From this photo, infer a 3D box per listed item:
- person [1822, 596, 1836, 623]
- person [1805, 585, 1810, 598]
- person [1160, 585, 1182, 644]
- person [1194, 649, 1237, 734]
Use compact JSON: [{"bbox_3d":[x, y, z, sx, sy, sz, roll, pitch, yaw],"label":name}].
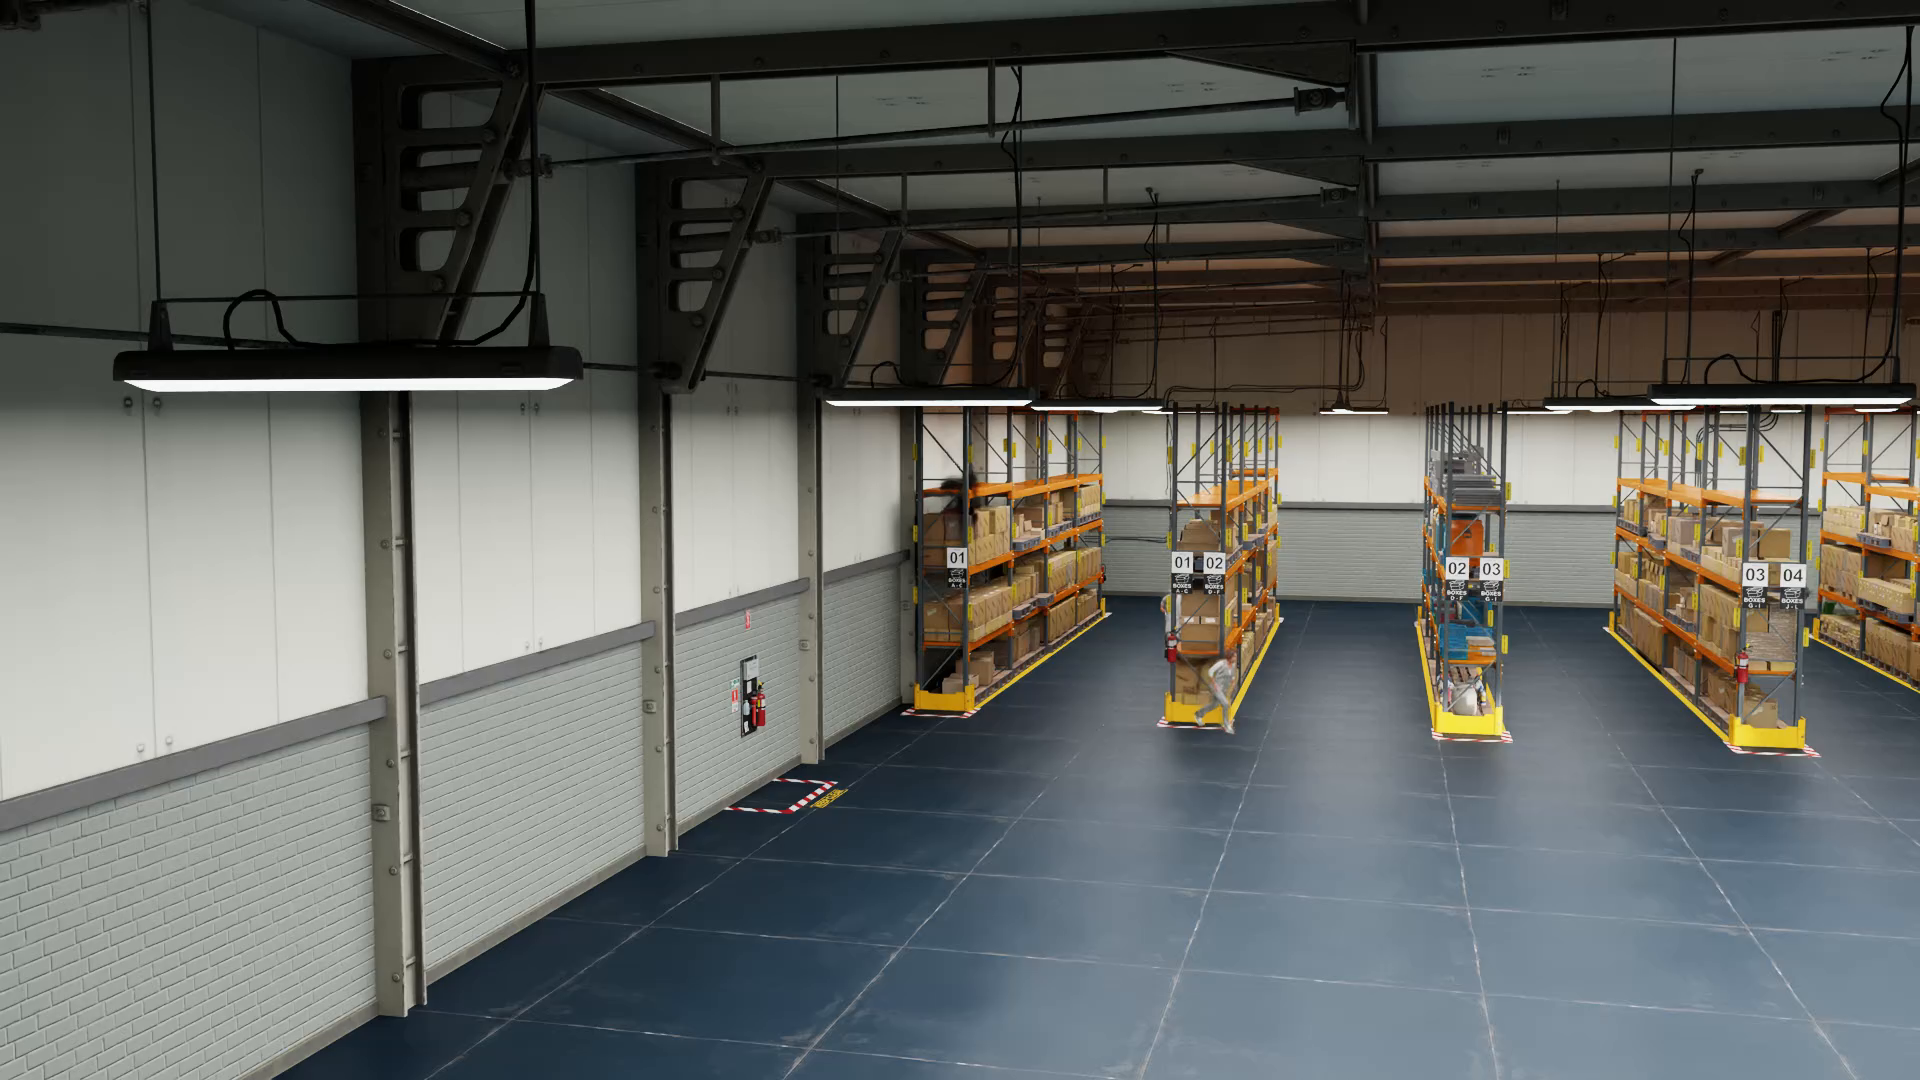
[{"bbox_3d":[23.241,1.615,44.275,0.818,1.741,0.736,3,5,31],"label":"person"},{"bbox_3d":[22.024,1.637,43.947,0.890,1.676,0.714,-2,5,-21],"label":"person"},{"bbox_3d":[5.114,1.914,39.833,0.655,1.742,0.592,1,4,9],"label":"person"},{"bbox_3d":[4.546,2.654,29.540,0.515,1.499,0.899,-4,6,-40],"label":"person"}]
